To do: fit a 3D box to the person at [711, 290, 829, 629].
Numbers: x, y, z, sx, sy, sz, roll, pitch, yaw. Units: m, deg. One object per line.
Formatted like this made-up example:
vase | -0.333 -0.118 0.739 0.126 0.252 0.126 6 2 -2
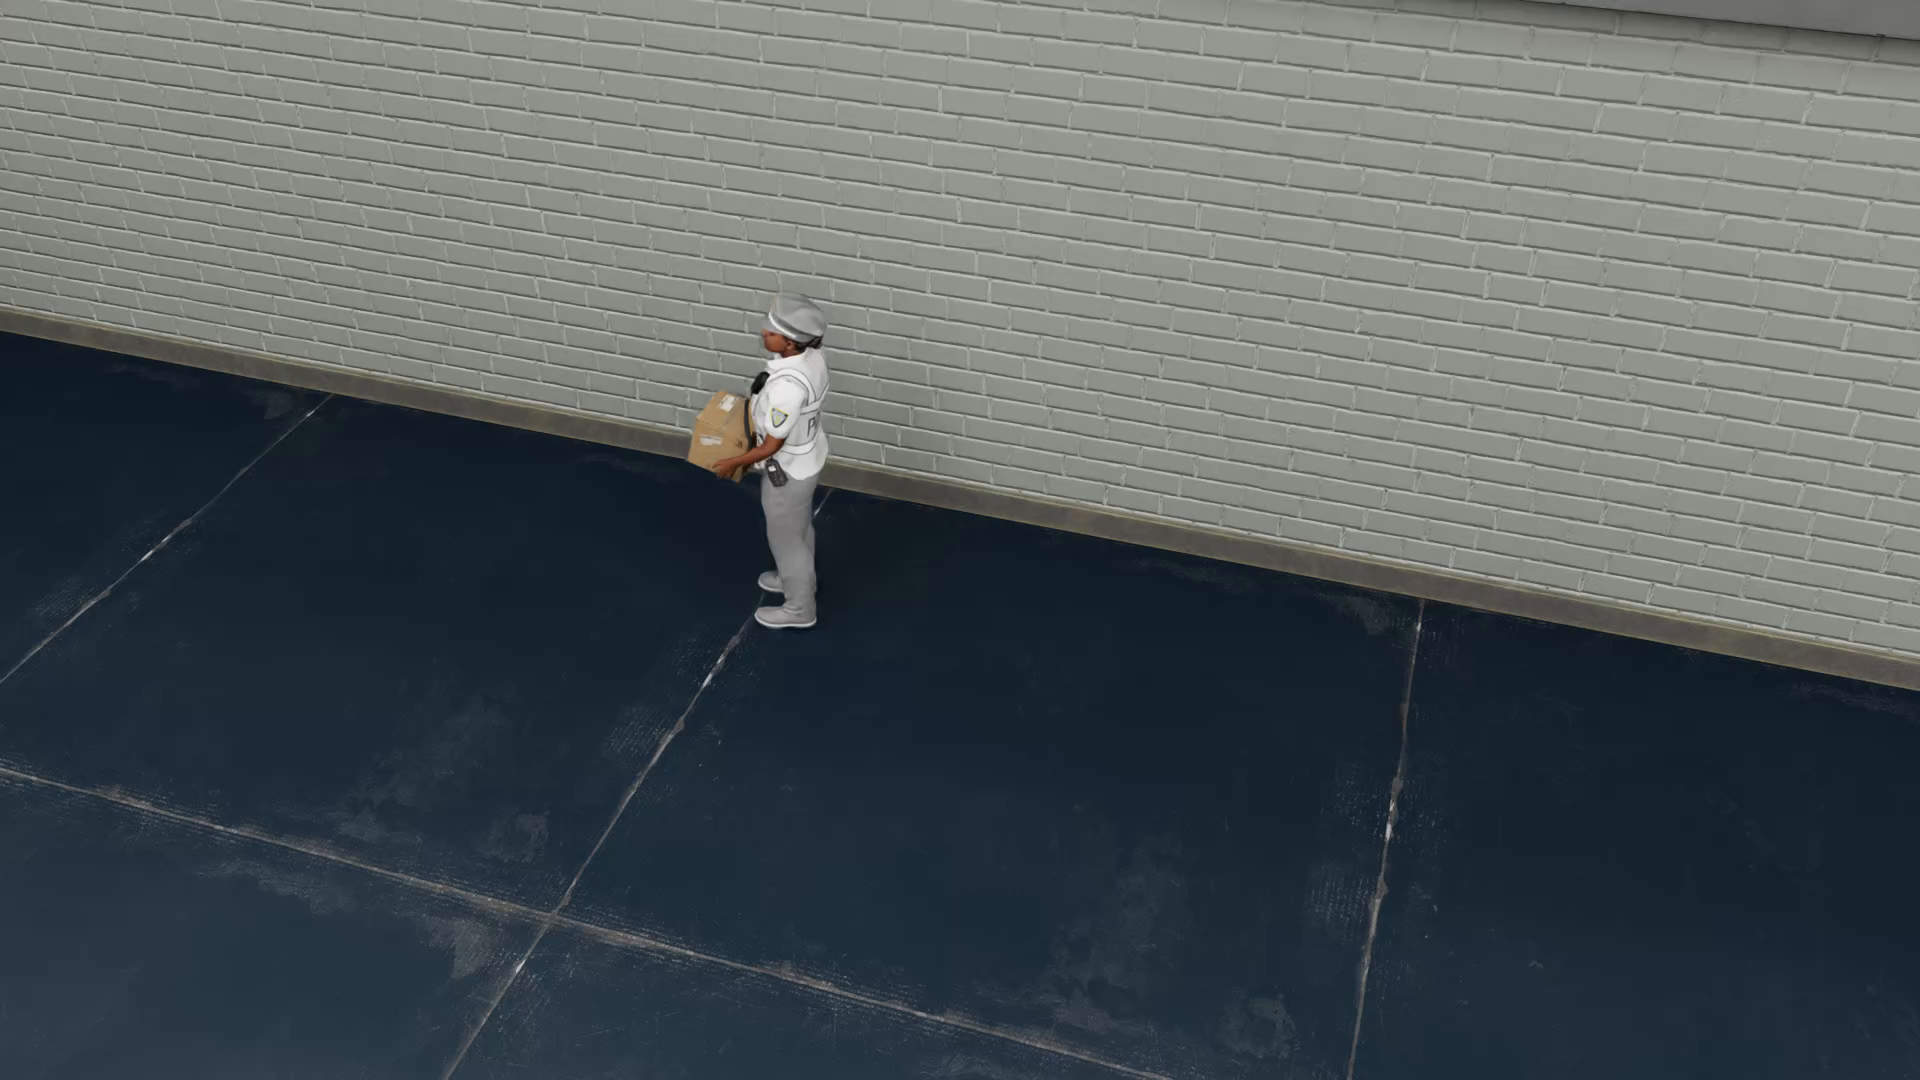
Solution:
person | -0.805 -0.342 7.306 0.519 1.702 0.491 4 37 6
